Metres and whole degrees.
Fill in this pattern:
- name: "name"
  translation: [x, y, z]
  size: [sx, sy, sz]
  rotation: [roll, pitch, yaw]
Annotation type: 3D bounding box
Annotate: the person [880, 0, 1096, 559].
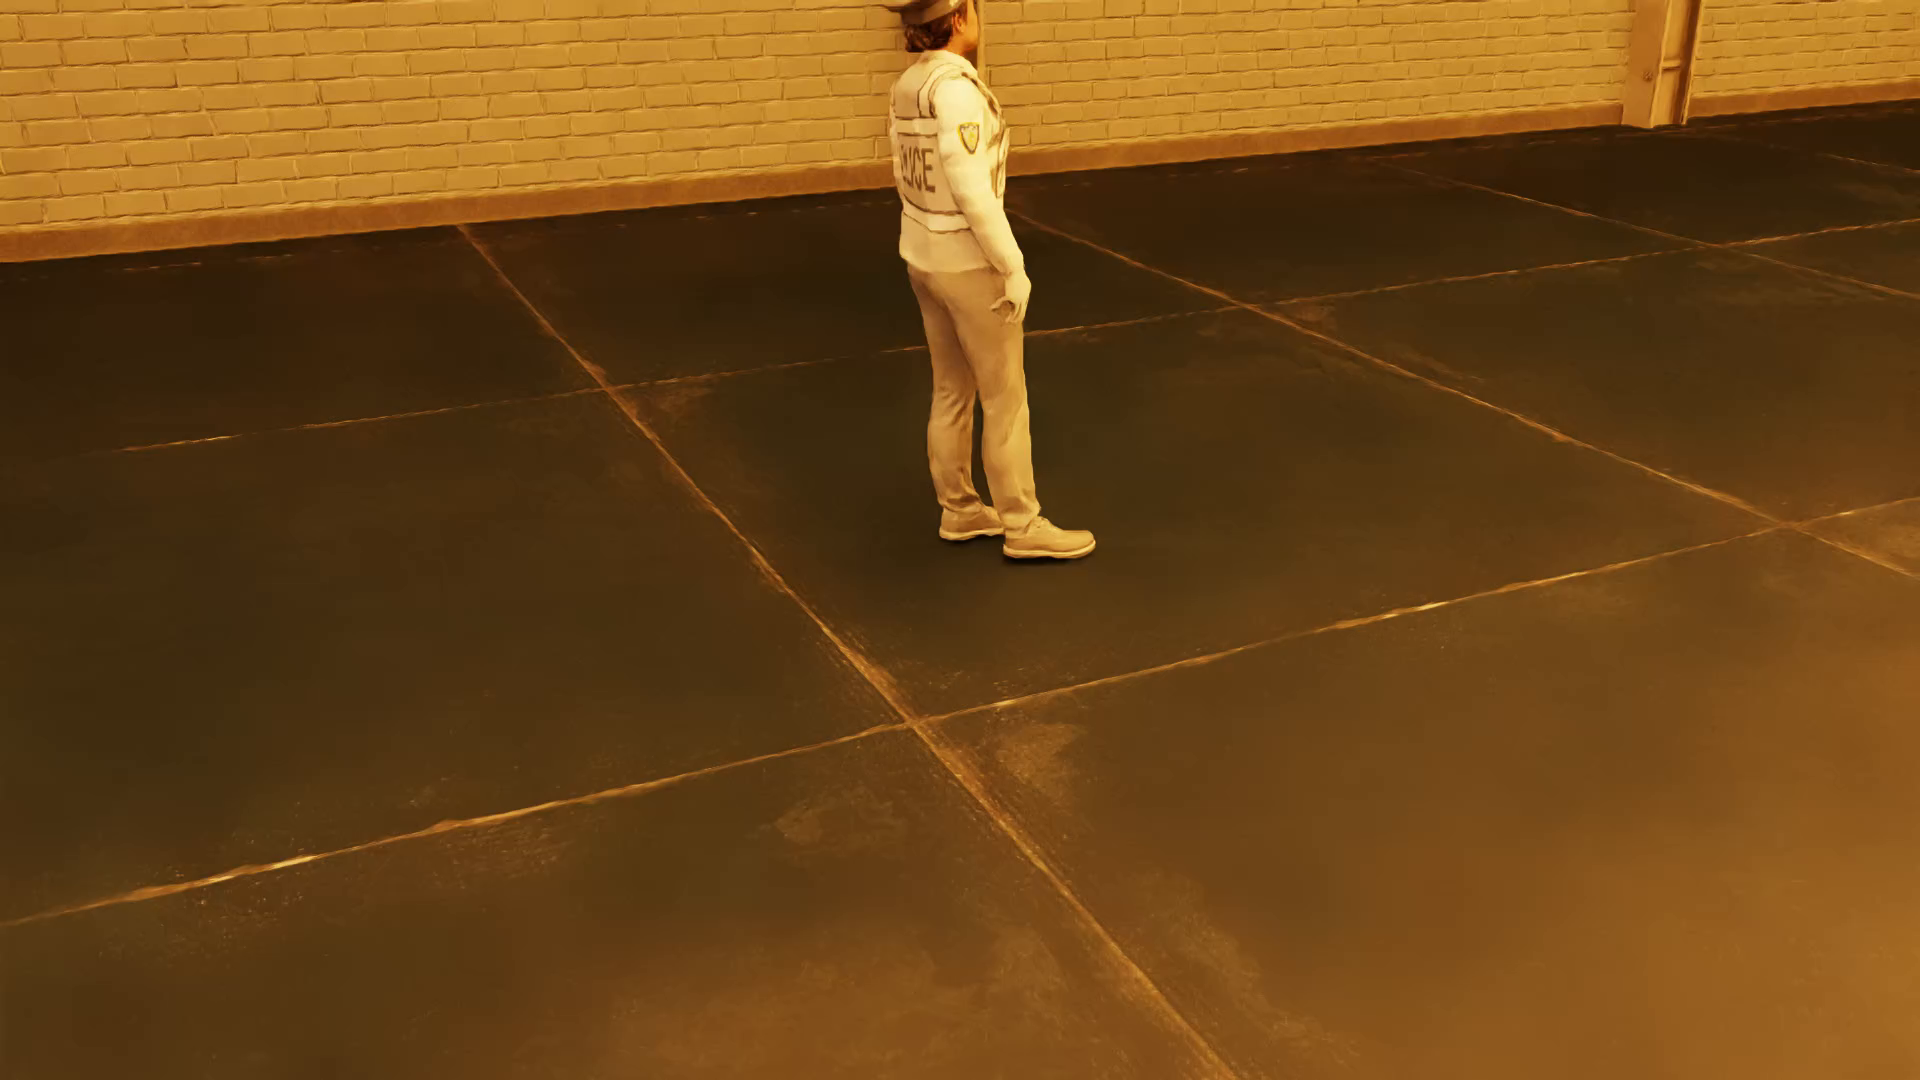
- name: "person"
  translation: [0.064, -0.798, 4.799]
  size: [0.532, 1.695, 0.586]
  rotation: [-10, 25, -23]
